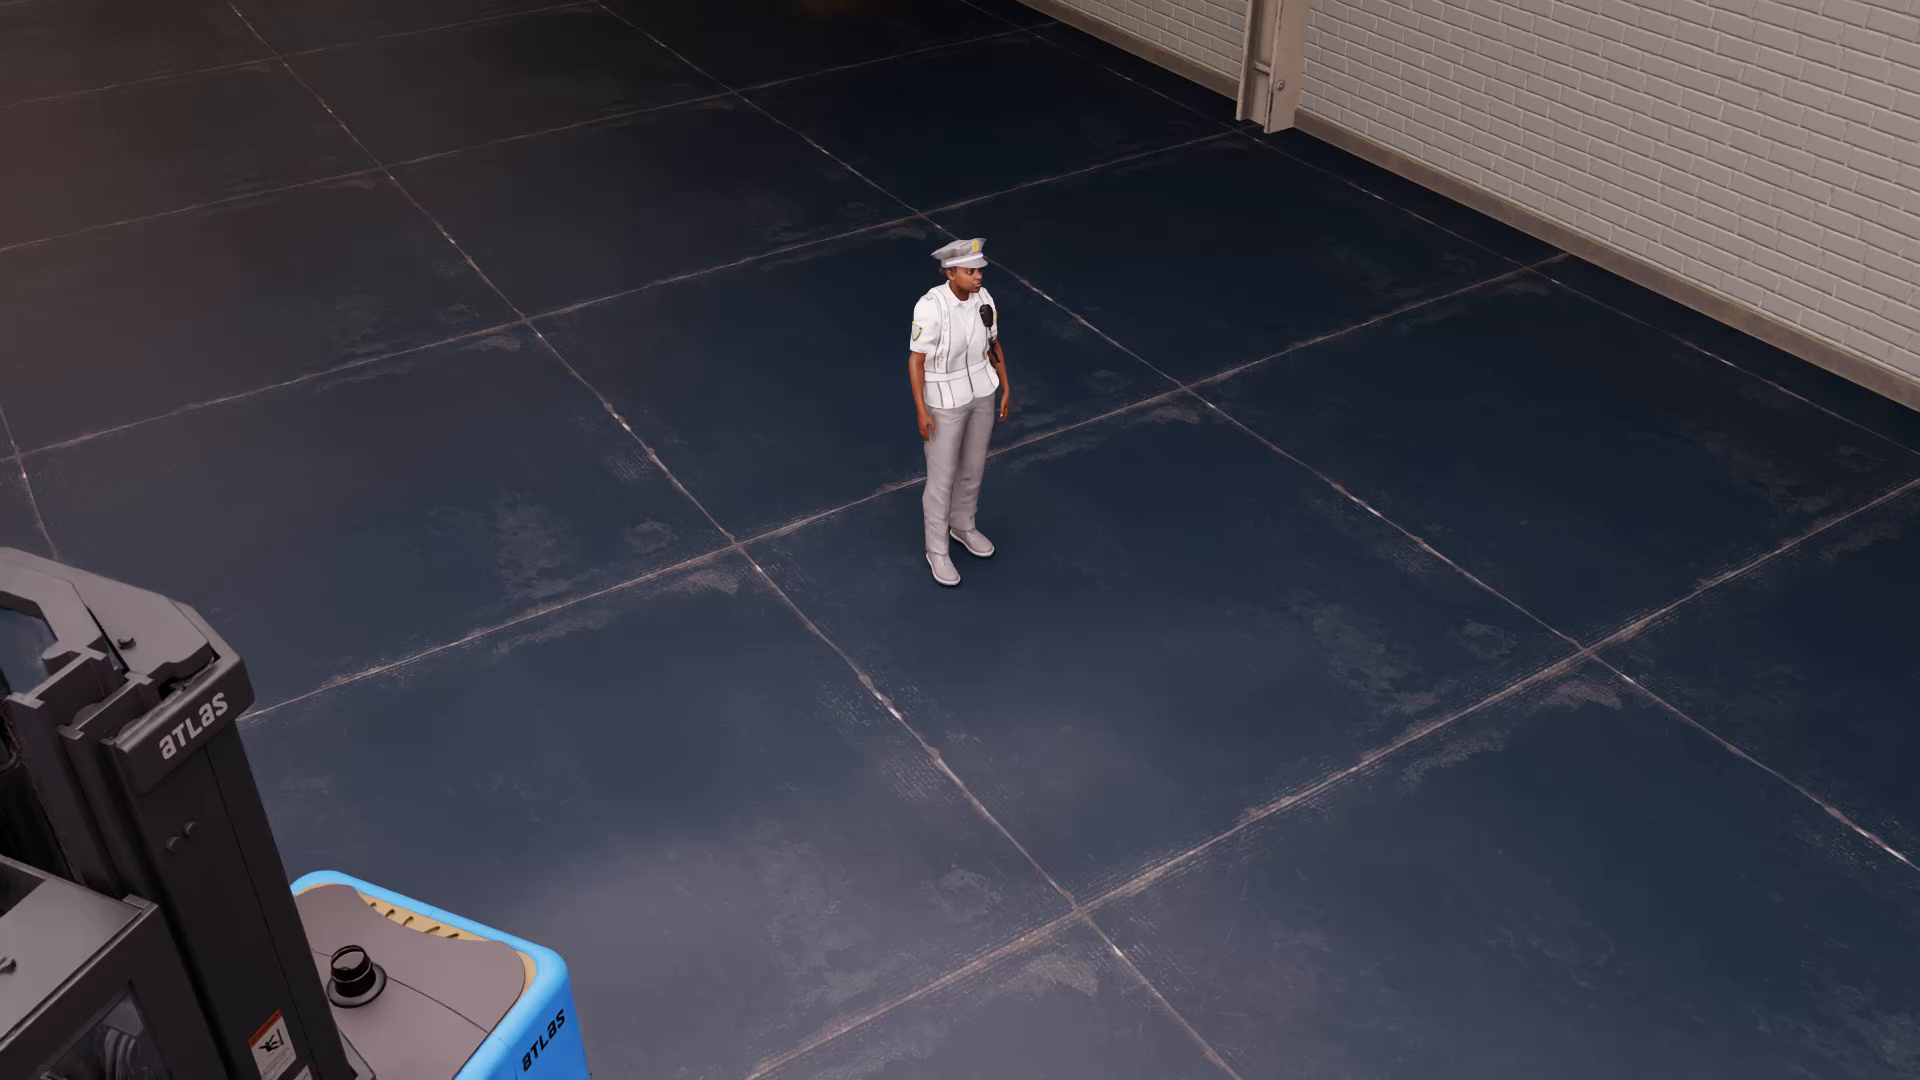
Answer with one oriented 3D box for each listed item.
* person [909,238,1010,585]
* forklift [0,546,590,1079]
[{"bbox_3d":[0.024,-0.656,8.146,0.569,1.692,0.530,-21,40,-27],"label":"person"},{"bbox_3d":[-2.222,1.608,3.859,1.130,2.935,3.031,14,37,19],"label":"forklift"}]
